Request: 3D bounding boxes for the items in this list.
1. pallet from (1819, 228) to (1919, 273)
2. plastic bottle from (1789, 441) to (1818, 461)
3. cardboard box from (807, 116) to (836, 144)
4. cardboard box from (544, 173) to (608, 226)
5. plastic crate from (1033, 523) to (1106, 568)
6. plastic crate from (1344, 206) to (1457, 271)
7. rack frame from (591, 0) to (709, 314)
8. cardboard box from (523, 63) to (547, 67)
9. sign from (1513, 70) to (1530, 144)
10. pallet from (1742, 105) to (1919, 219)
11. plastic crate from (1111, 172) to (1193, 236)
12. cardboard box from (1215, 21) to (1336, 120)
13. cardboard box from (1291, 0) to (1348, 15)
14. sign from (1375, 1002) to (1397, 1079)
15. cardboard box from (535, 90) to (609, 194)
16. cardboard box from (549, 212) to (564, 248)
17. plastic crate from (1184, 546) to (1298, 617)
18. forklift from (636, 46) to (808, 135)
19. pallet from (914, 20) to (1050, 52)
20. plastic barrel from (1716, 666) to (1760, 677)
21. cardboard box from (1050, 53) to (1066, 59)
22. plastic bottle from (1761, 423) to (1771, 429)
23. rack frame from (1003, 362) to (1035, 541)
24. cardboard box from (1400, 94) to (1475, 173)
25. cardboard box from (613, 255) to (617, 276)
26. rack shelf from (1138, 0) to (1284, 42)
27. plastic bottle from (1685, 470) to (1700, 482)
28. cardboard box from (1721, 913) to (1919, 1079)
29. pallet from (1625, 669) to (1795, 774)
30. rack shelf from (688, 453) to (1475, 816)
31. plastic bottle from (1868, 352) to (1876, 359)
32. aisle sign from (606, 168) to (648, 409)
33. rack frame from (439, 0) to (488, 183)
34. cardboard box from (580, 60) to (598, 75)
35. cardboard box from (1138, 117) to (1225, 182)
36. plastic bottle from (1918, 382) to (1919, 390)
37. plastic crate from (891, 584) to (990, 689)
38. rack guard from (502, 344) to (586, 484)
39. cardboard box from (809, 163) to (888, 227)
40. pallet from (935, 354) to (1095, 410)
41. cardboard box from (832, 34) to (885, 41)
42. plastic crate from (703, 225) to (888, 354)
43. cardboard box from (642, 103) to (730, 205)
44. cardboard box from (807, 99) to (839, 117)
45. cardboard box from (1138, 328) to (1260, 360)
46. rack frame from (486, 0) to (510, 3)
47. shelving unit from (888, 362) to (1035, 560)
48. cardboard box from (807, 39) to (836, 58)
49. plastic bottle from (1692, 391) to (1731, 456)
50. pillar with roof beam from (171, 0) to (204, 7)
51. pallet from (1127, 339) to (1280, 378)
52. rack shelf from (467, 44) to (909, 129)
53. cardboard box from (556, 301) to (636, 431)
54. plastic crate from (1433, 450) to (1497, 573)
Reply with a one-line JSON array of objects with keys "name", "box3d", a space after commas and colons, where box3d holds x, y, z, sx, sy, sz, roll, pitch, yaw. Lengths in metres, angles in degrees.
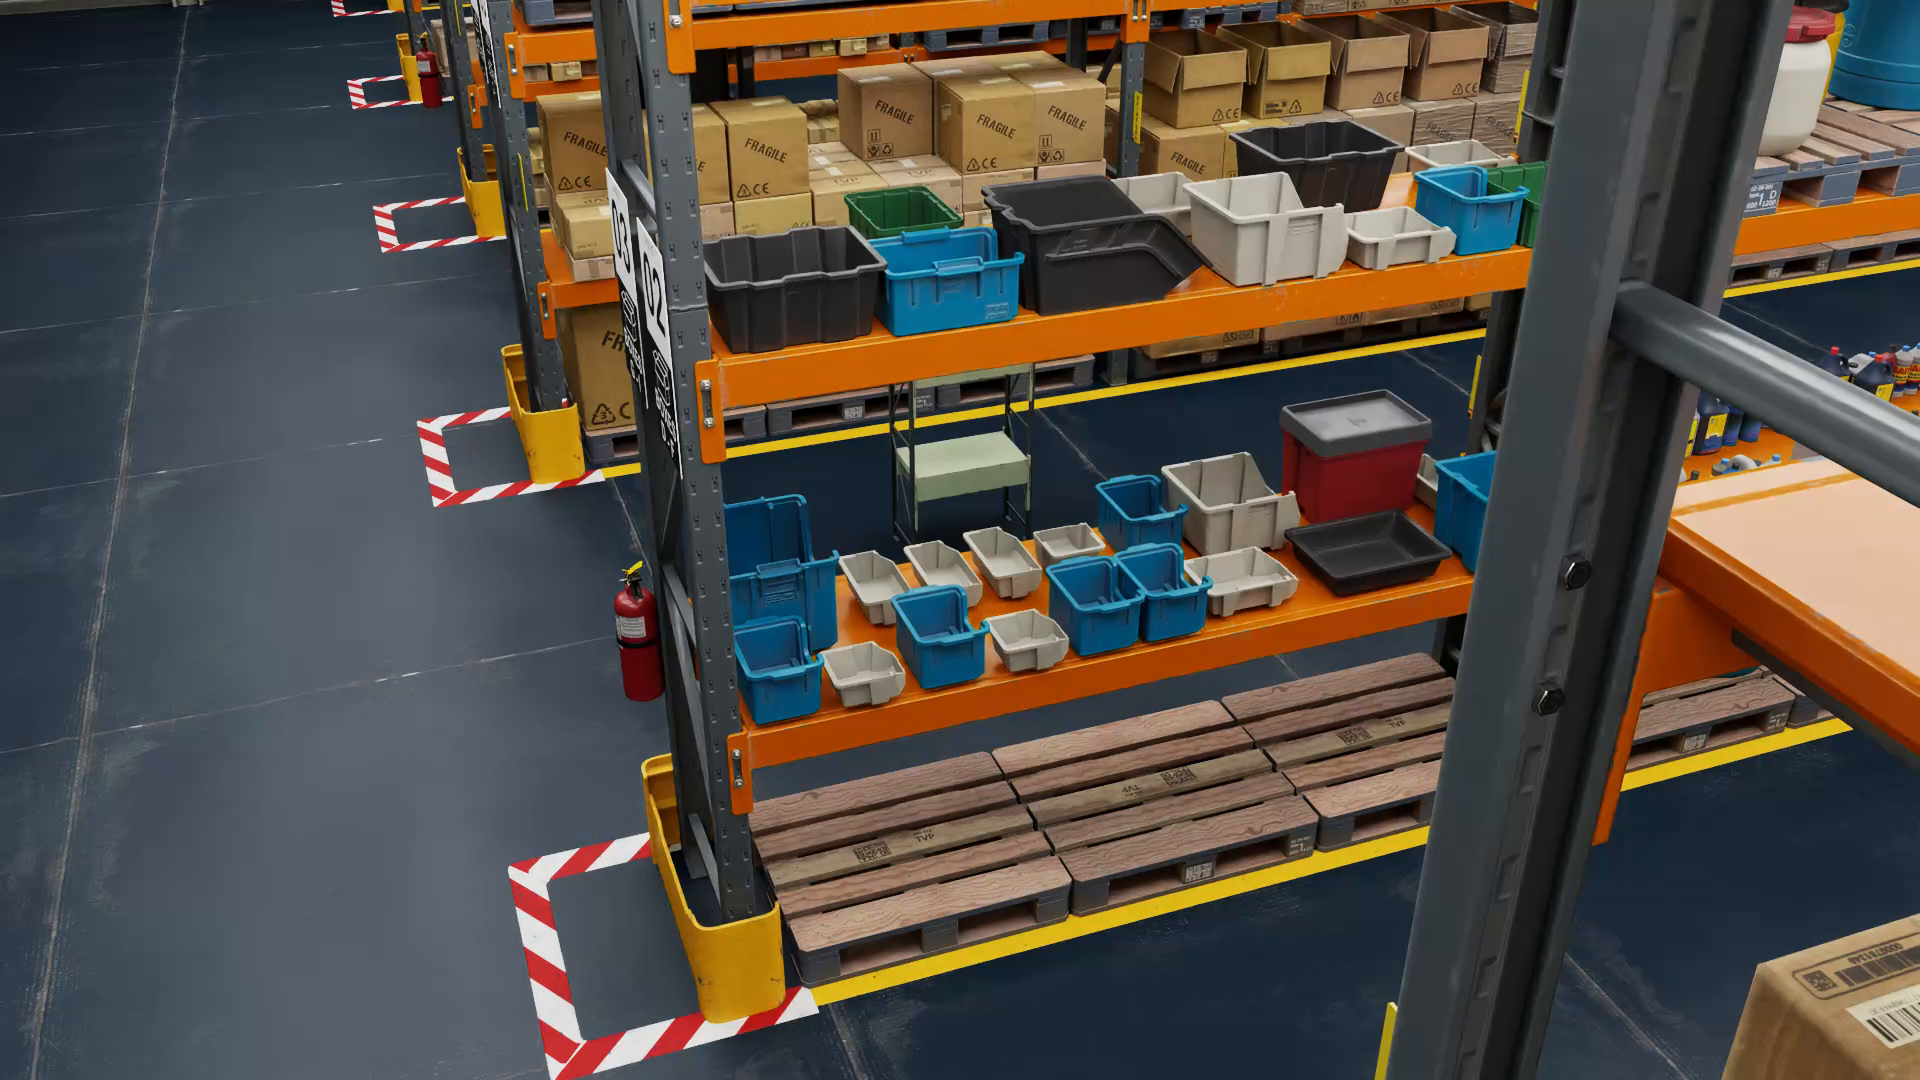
[{"name": "pallet", "box3d": [7.749, -2.683, 14.596, 1.213, 0.211, 1.003, -10, 31, -18]}, {"name": "plastic bottle", "box3d": [4.089, -0.430, 7.951, 0.135, 0.276, 0.152, -10, 31, -18]}, {"name": "cardboard box", "box3d": [-1.354, -3.878, 15.732, 0.250, 0.149, 0.380, -11, 31, -18]}, {"name": "cardboard box", "box3d": [-2.407, -2.229, 10.833, 0.500, 0.250, 0.500, -11, 31, -18]}, {"name": "plastic crate", "box3d": [0.460, 0.041, 7.204, 0.250, 0.136, 0.298, -10, 31, -18]}, {"name": "plastic crate", "box3d": [1.648, -1.143, 6.313, 0.466, 0.136, 0.293, -10, 31, -18]}, {"name": "rack frame", "box3d": [-1.042, -2.267, 4.988, 0.127, 3.000, 1.000, -10, 31, -18]}, {"name": "cardboard box", "box3d": [-3.886, -4.399, 14.389, 0.500, 0.500, 0.500, -9, 31, -15]}, {"name": "sign", "box3d": [2.517, -1.913, 7.389, 0.005, 0.325, 0.100, -10, 31, -18]}, {"name": "pallet", "box3d": [3.408, -1.752, 7.307, 1.003, 0.211, 1.213, -10, 31, -18]}, {"name": "plastic crate", "box3d": [0.809, -1.321, 6.624, 0.530, 0.136, 0.437, -10, 31, -18]}, {"name": "cardboard box", "box3d": [2.223, -3.355, 11.845, 0.637, 0.503, 0.797, -10, 31, -17]}, {"name": "cardboard box", "box3d": [3.609, -5.653, 16.892, 0.500, 0.500, 0.500, -10, 31, -17]}, {"name": "sign", "box3d": [0.507, 0.690, 1.935, 0.005, 0.325, 0.100, -10, 31, -18]}, {"name": "cardboard box", "box3d": [-2.404, -2.554, 10.646, 0.500, 0.500, 0.500, -10, 31, -17]}, {"name": "cardboard box", "box3d": [-2.550, -2.063, 10.945, 0.250, 0.149, 0.380, -10, 31, -17]}, {"name": "plastic crate", "box3d": [1.180, 0.178, 6.964, 0.466, 0.136, 0.293, -10, 31, -18]}, {"name": "forklift", "box3d": [-1.801, -3.504, 13.290, 3.031, 2.935, 1.130, -26, 39, -38]}, {"name": "pallet", "box3d": [0.113, -4.948, 15.949, 1.213, 0.211, 1.003, -10, 31, -18]}, {"name": "plastic barrel", "box3d": [3.887, 0.171, 8.466, 0.708, 0.901, 0.600, -10, 31, -18]}, {"name": "cardboard box", "box3d": [0.932, -4.815, 16.866, 0.500, 0.250, 0.500, -12, 32, -20]}, {"name": "plastic bottle", "box3d": [4.123, -0.728, 8.473, 0.135, 0.276, 0.152, -10, 31, -18]}, {"name": "rack frame", "box3d": [0.349, -0.716, 9.842, 0.023, 1.500, 0.400, -10, 31, -18]}, {"name": "cardboard box", "box3d": [3.398, -3.008, 12.248, 0.500, 0.500, 0.500, -11, 32, -19]}, {"name": "cardboard box", "box3d": [-2.081, -1.802, 10.487, 0.250, 0.149, 0.380, -11, 31, -18]}, {"name": "rack shelf", "box3d": [2.855, -3.984, 11.760, 4.000, 0.370, 1.077, -10, 31, -18]}, {"name": "plastic bottle", "box3d": [3.325, -0.188, 7.518, 0.133, 0.283, 0.061, -10, 31, -18]}, {"name": "cardboard box", "box3d": [1.158, 0.761, 1.593, 0.500, 0.500, 0.700, -10, 31, -18]}, {"name": "pallet", "box3d": [3.445, 0.747, 8.576, 1.213, 0.211, 1.003, -10, 31, -18]}, {"name": "rack shelf", "box3d": [0.833, 0.307, 7.258, 4.000, 0.370, 1.077, -10, 31, -18]}, {"name": "plastic bottle", "box3d": [4.737, -0.854, 8.699, 0.097, 0.271, 0.097, 0, 30, 0]}, {"name": "aisle sign", "box3d": [-1.211, -0.913, 6.047, 0.004, 0.787, 0.394, -10, 31, -18]}, {"name": "rack frame", "box3d": [-4.403, -4.277, 14.577, 0.127, 3.000, 1.000, -10, 31, -18]}, {"name": "cardboard box", "box3d": [-3.295, -4.264, 14.809, 0.250, 0.149, 0.380, -9, 31, -15]}, {"name": "cardboard box", "box3d": [1.499, -2.655, 11.630, 0.500, 0.500, 0.500, -10, 31, -17]}, {"name": "plastic bottle", "box3d": [5.147, -0.944, 8.845, 0.133, 0.283, 0.061, -10, 31, -18]}, {"name": "plastic crate", "box3d": [-0.078, 0.383, 6.506, 0.300, 0.233, 0.416, -10, 31, -18]}, {"name": "rack guard", "box3d": [-2.791, -0.868, 11.118, 0.348, 0.500, 1.175, -10, 31, -18]}, {"name": "cardboard box", "box3d": [-0.780, -2.250, 10.871, 0.500, 0.250, 0.500, -11, 31, -19]}, {"name": "pallet", "box3d": [0.240, -1.342, 12.243, 1.213, 0.211, 1.003, -10, 31, -18]}, {"name": "cardboard box", "box3d": [-1.009, -4.925, 15.314, 0.500, 0.500, 0.500, -10, 31, -18]}, {"name": "plastic crate", "box3d": [-0.583, -0.844, 5.653, 0.590, 0.269, 0.497, -10, 31, -18]}, {"name": "cardboard box", "box3d": [-1.756, -2.392, 10.362, 0.500, 0.500, 0.500, -11, 32, -19]}, {"name": "cardboard box", "box3d": [-1.328, -4.186, 16.272, 0.250, 0.149, 0.380, -9, 31, -15]}, {"name": "cardboard box", "box3d": [1.573, -2.027, 12.351, 0.875, 0.875, 1.225, -10, 31, -17]}, {"name": "rack frame", "box3d": [-2.769, -4.565, 9.022, 0.127, 3.000, 1.000, -10, 31, -18]}, {"name": "shelving unit", "box3d": [0.006, -0.653, 9.731, 0.755, 1.500, 0.431, -10, 31, -18]}, {"name": "cardboard box", "box3d": [-1.315, -4.587, 15.375, 0.250, 0.149, 0.380, -9, 31, -16]}, {"name": "plastic bottle", "box3d": [3.678, -0.605, 8.181, 0.185, 0.351, 0.144, -10, 31, -18]}, {"name": "pillar with roof beam", "box3d": [-9.299, -9.420, 17.544, 0.400, 9.000, 9.100, -10, 31, -18]}, {"name": "pallet", "box3d": [1.677, -1.605, 12.704, 1.213, 0.211, 1.003, -10, 31, -18]}, {"name": "rack shelf", "box3d": [-2.529, -4.309, 15.361, 4.000, 0.370, 1.077, -10, 31, -18]}, {"name": "cardboard box", "box3d": [-2.197, -1.365, 11.188, 0.875, 0.875, 0.875, -10, 31, -18]}, {"name": "plastic crate", "box3d": [2.389, -0.131, 7.255, 0.575, 0.384, 0.392, -10, 31, -18]}]
